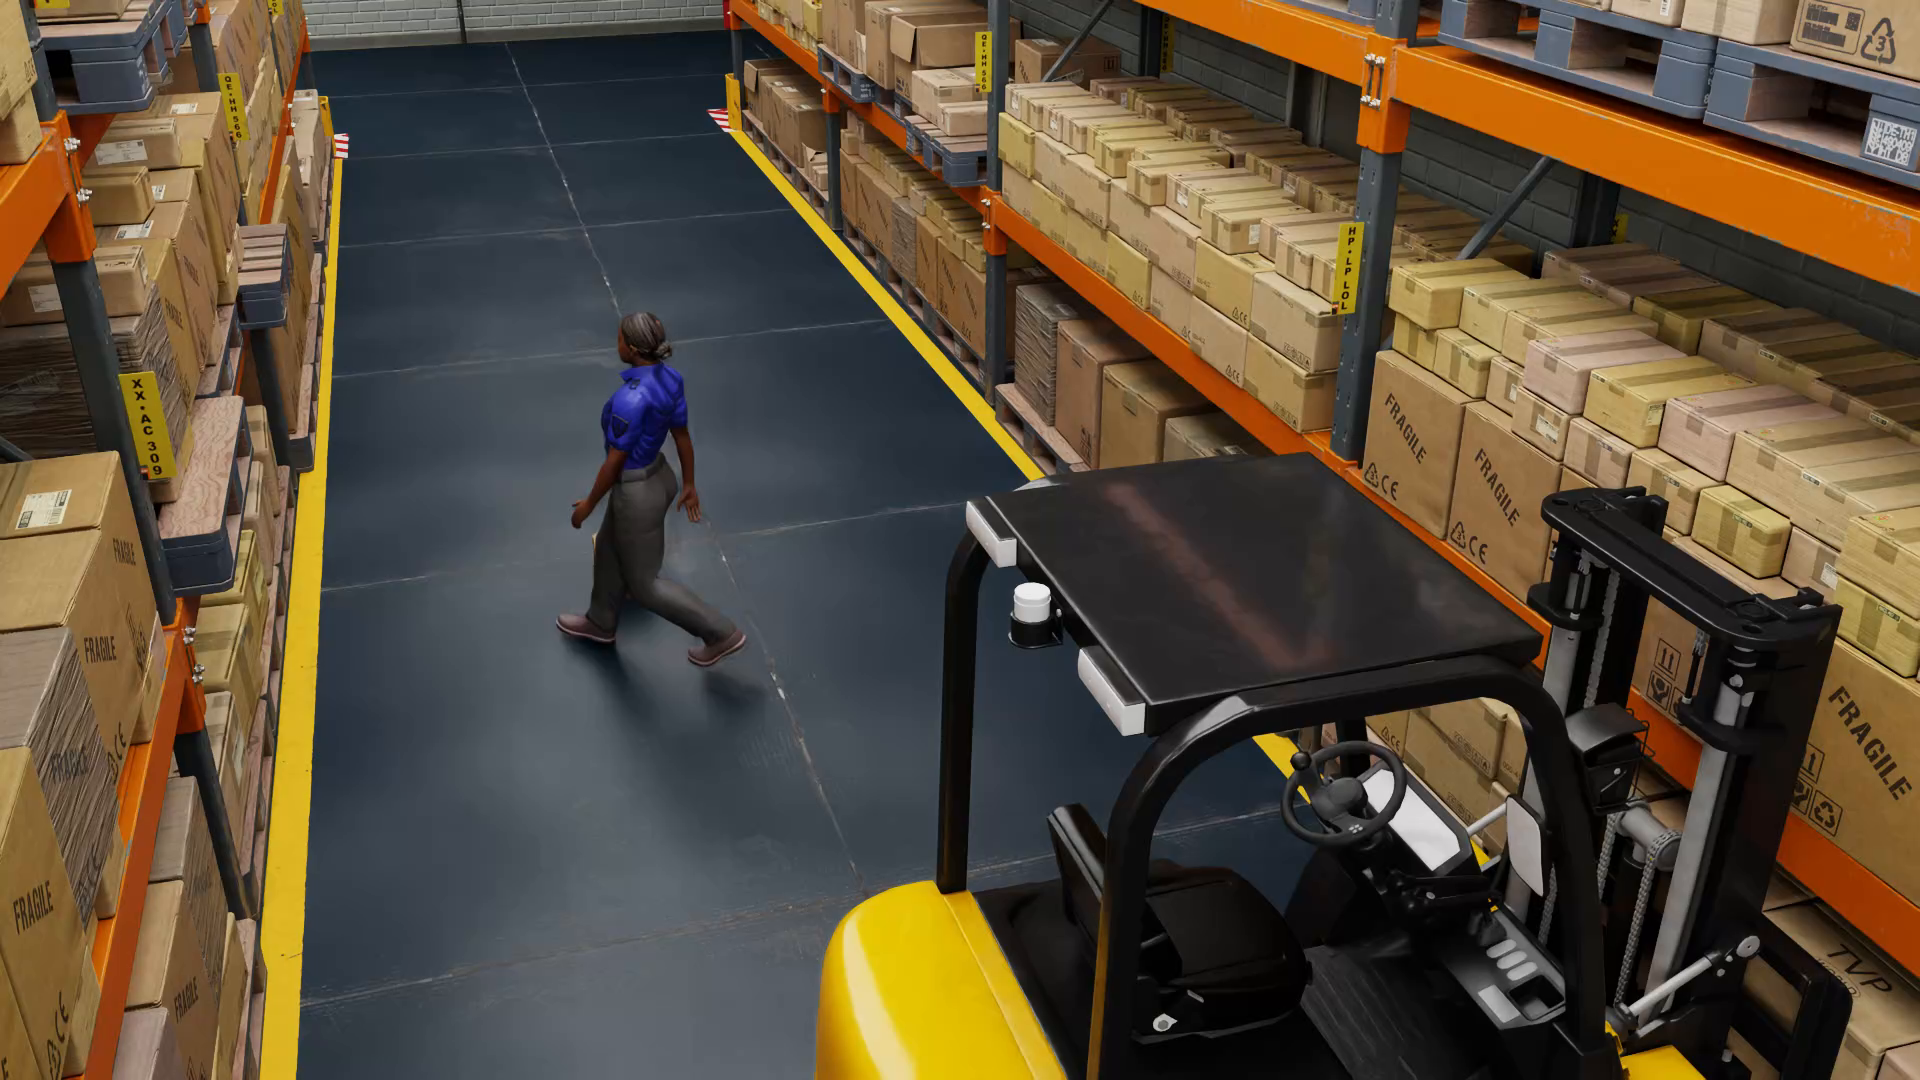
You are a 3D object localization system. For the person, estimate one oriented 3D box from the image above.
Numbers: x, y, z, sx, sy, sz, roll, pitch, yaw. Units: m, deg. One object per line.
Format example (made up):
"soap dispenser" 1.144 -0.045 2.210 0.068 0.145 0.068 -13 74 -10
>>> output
"person" -1.377 -0.202 7.049 0.977 1.601 0.450 5 27 9
